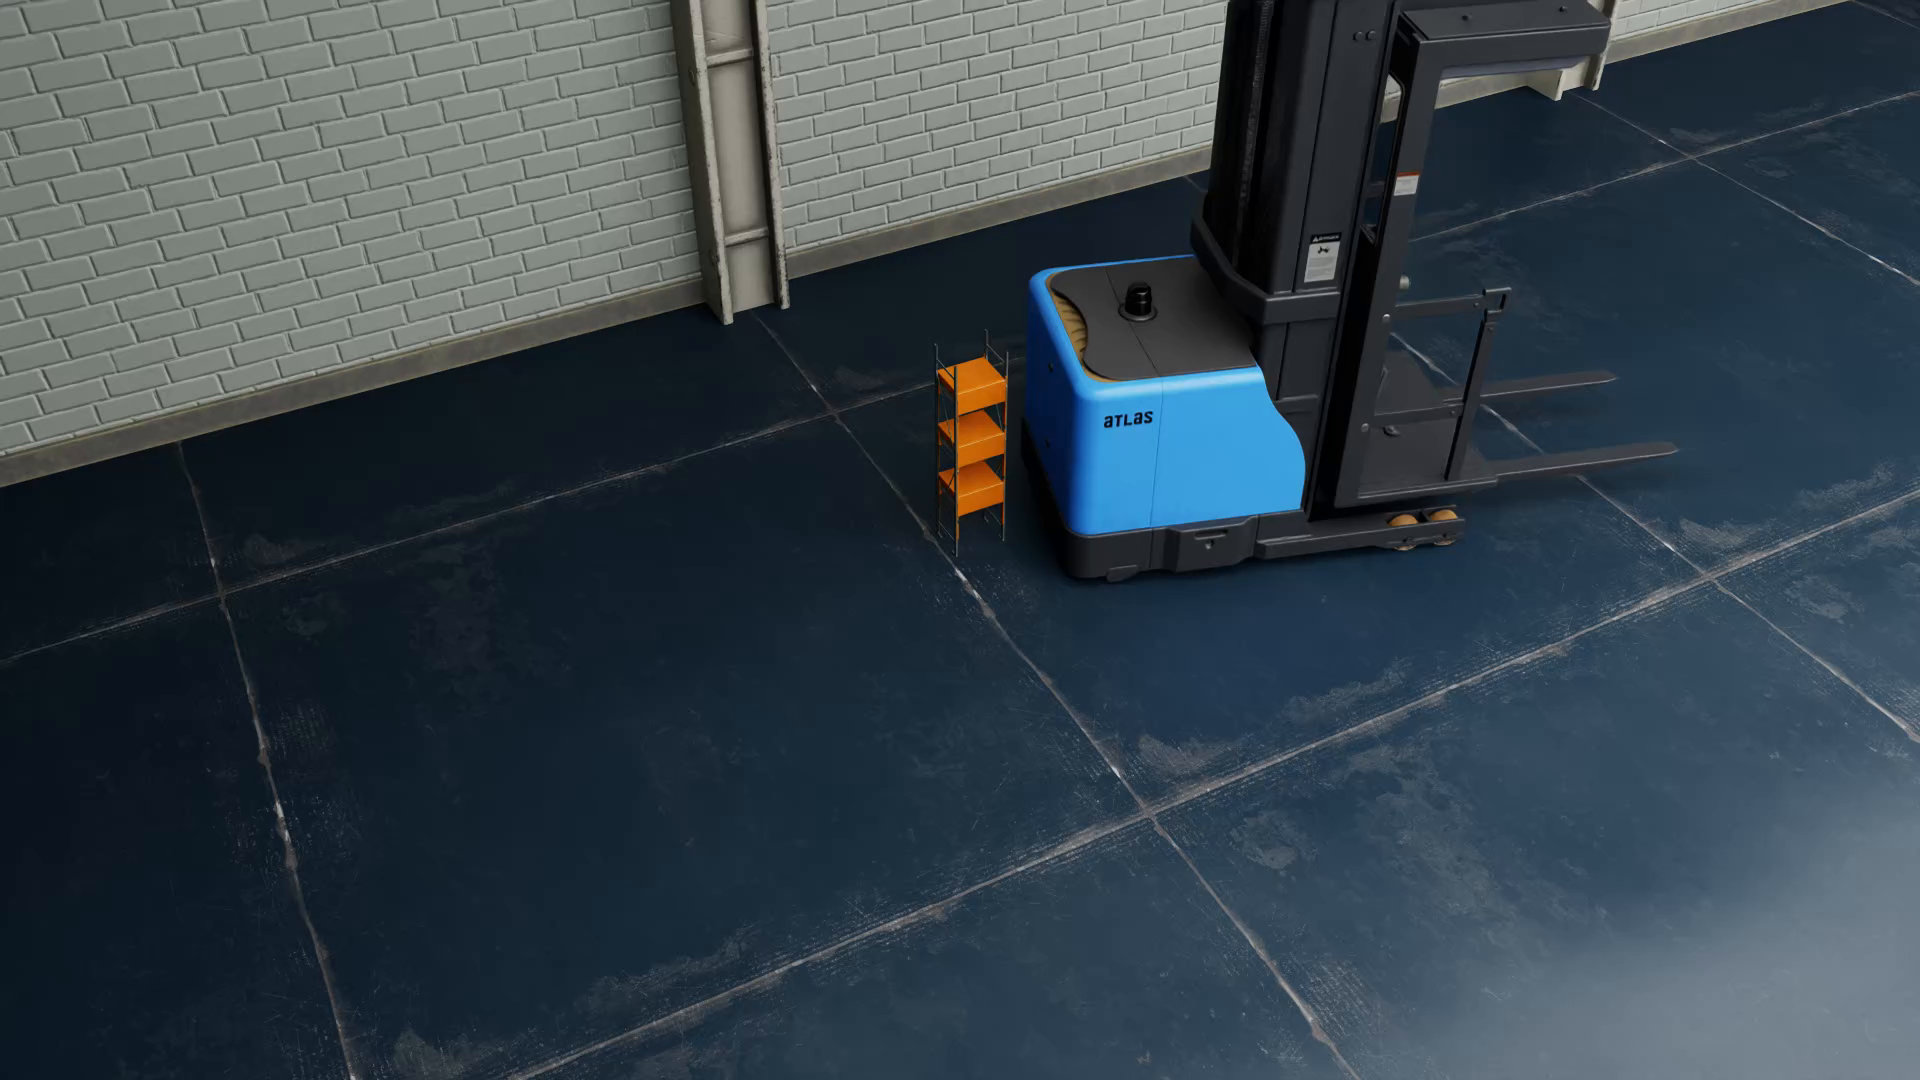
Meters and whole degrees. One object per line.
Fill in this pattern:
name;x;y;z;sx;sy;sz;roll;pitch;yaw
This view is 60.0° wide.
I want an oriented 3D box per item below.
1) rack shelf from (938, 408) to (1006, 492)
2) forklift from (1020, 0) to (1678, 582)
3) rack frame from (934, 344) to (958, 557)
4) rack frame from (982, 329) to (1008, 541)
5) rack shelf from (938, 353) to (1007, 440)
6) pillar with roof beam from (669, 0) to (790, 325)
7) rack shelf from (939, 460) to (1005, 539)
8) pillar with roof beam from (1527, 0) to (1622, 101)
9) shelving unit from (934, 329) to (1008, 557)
rack shelf;0.047;-0.409;7.425;0.240;0.259;0.215;-19;44;-21
forklift;1.865;-1.399;7.123;3.031;2.935;1.130;-7;41;-8
rack frame;-0.061;-0.380;7.376;0.008;1.050;0.200;-19;44;-21
rack frame;0.156;-0.453;7.462;0.008;1.050;0.200;-19;44;-21
rack shelf;0.047;-0.625;7.242;0.240;0.259;0.215;-19;44;-21
pillar with roof beam;0.796;-2.296;3.486;0.400;9.000;9.100;-19;44;-21
rack shelf;0.047;-0.196;7.605;0.240;0.259;0.215;-19;44;-21
pillar with roof beam;6.118;-4.087;5.602;0.400;9.000;9.100;-19;44;-21
shelving unit;0.047;-0.417;7.419;0.252;1.050;0.215;-19;44;-21
